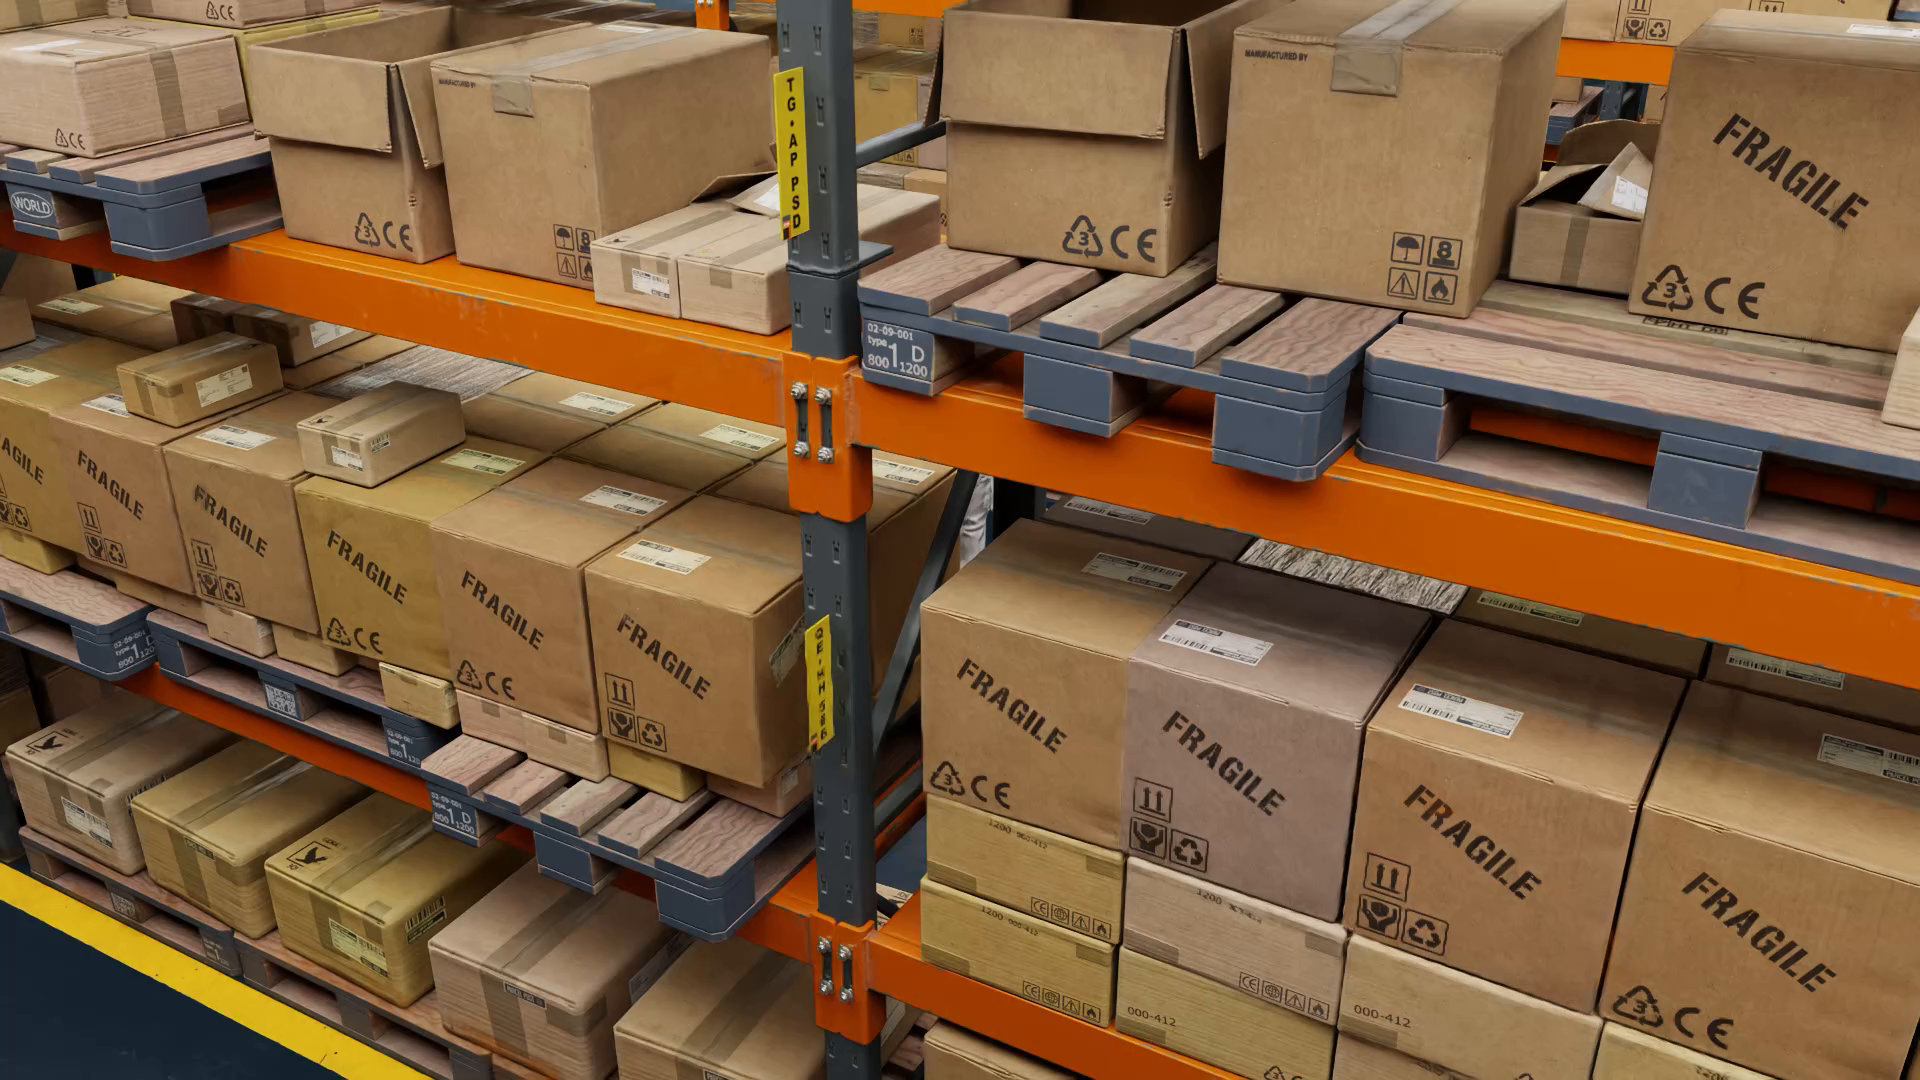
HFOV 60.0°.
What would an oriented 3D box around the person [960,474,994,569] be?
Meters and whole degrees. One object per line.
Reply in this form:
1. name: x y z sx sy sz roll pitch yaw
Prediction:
1. person: -0.048 -0.470 8.014 0.588 1.796 0.550 -9 28 -17
